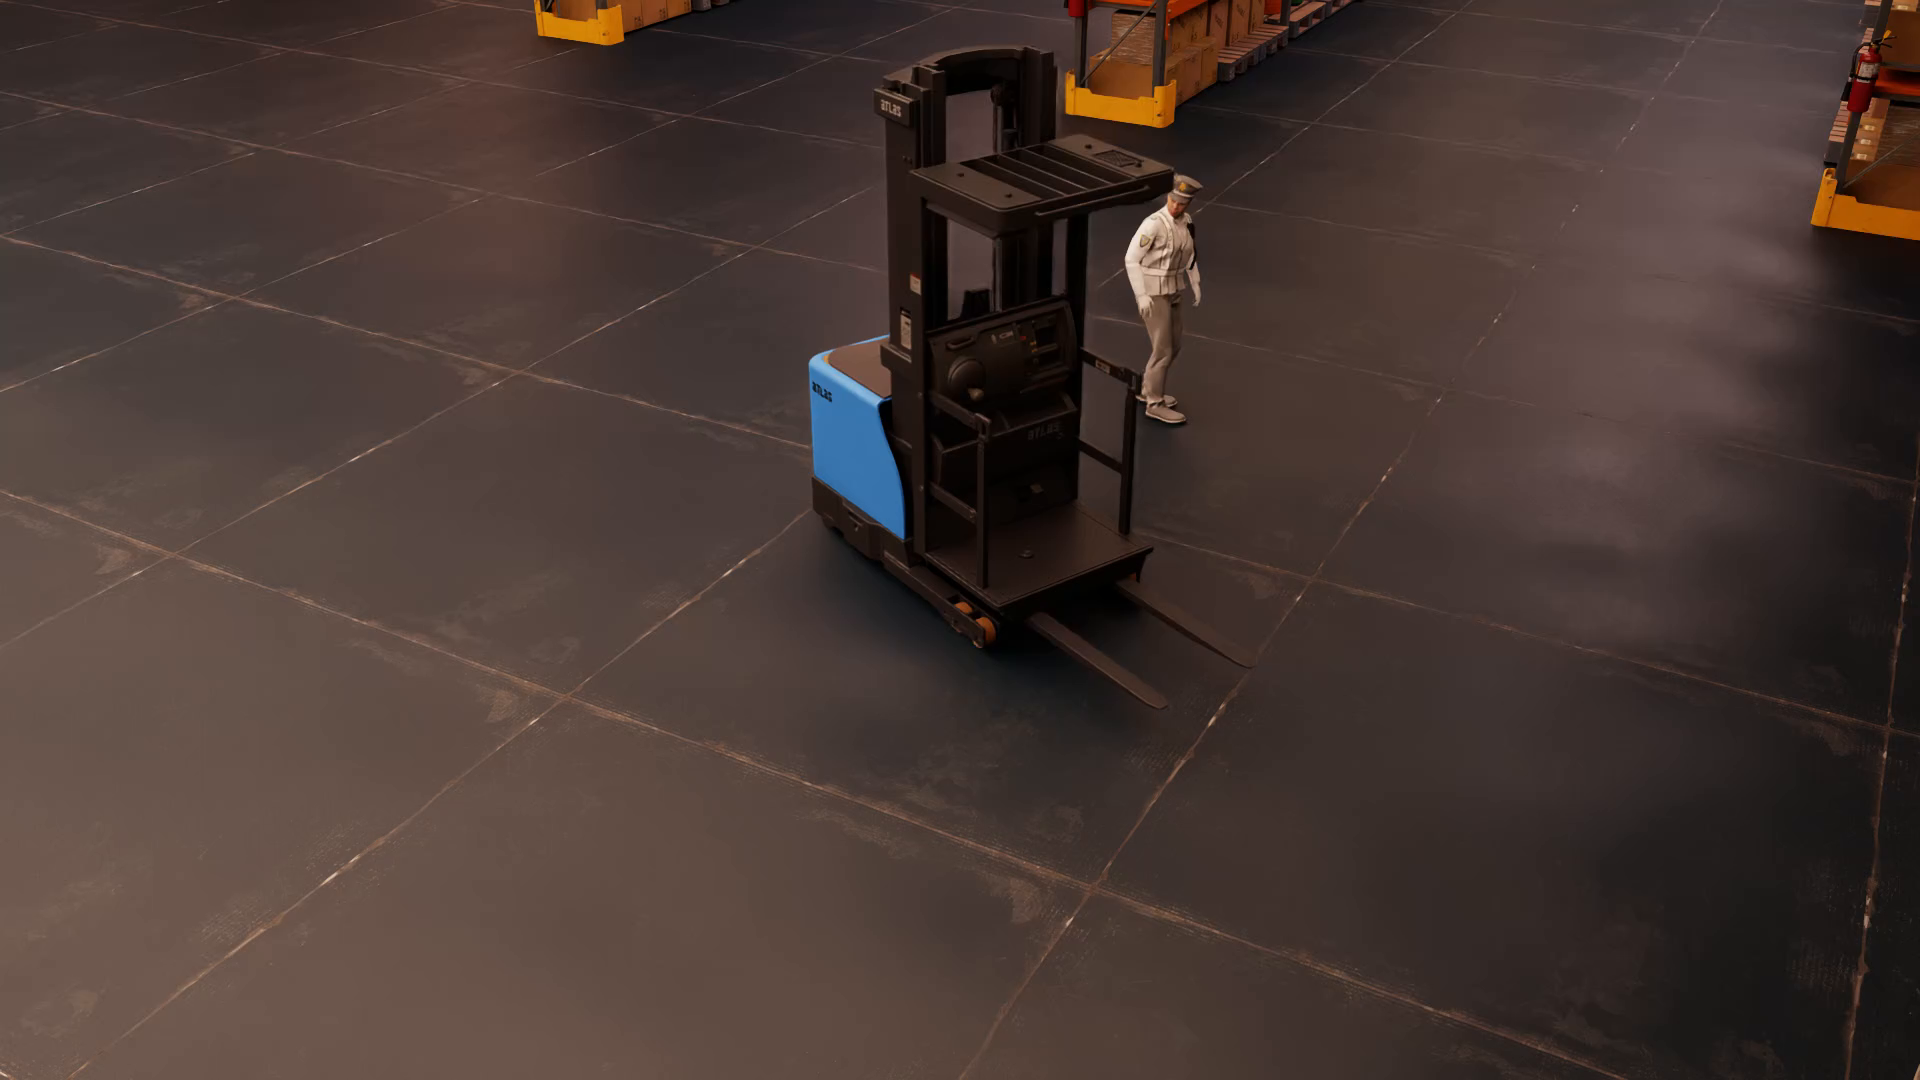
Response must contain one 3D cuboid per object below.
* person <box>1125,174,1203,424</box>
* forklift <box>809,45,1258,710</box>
[{"bbox_3d":[1.430,-1.635,11.186,0.468,1.654,0.694,20,36,31],"label":"person"},{"bbox_3d":[0.364,-0.961,8.736,1.130,2.935,3.031,-20,35,-30],"label":"forklift"}]
